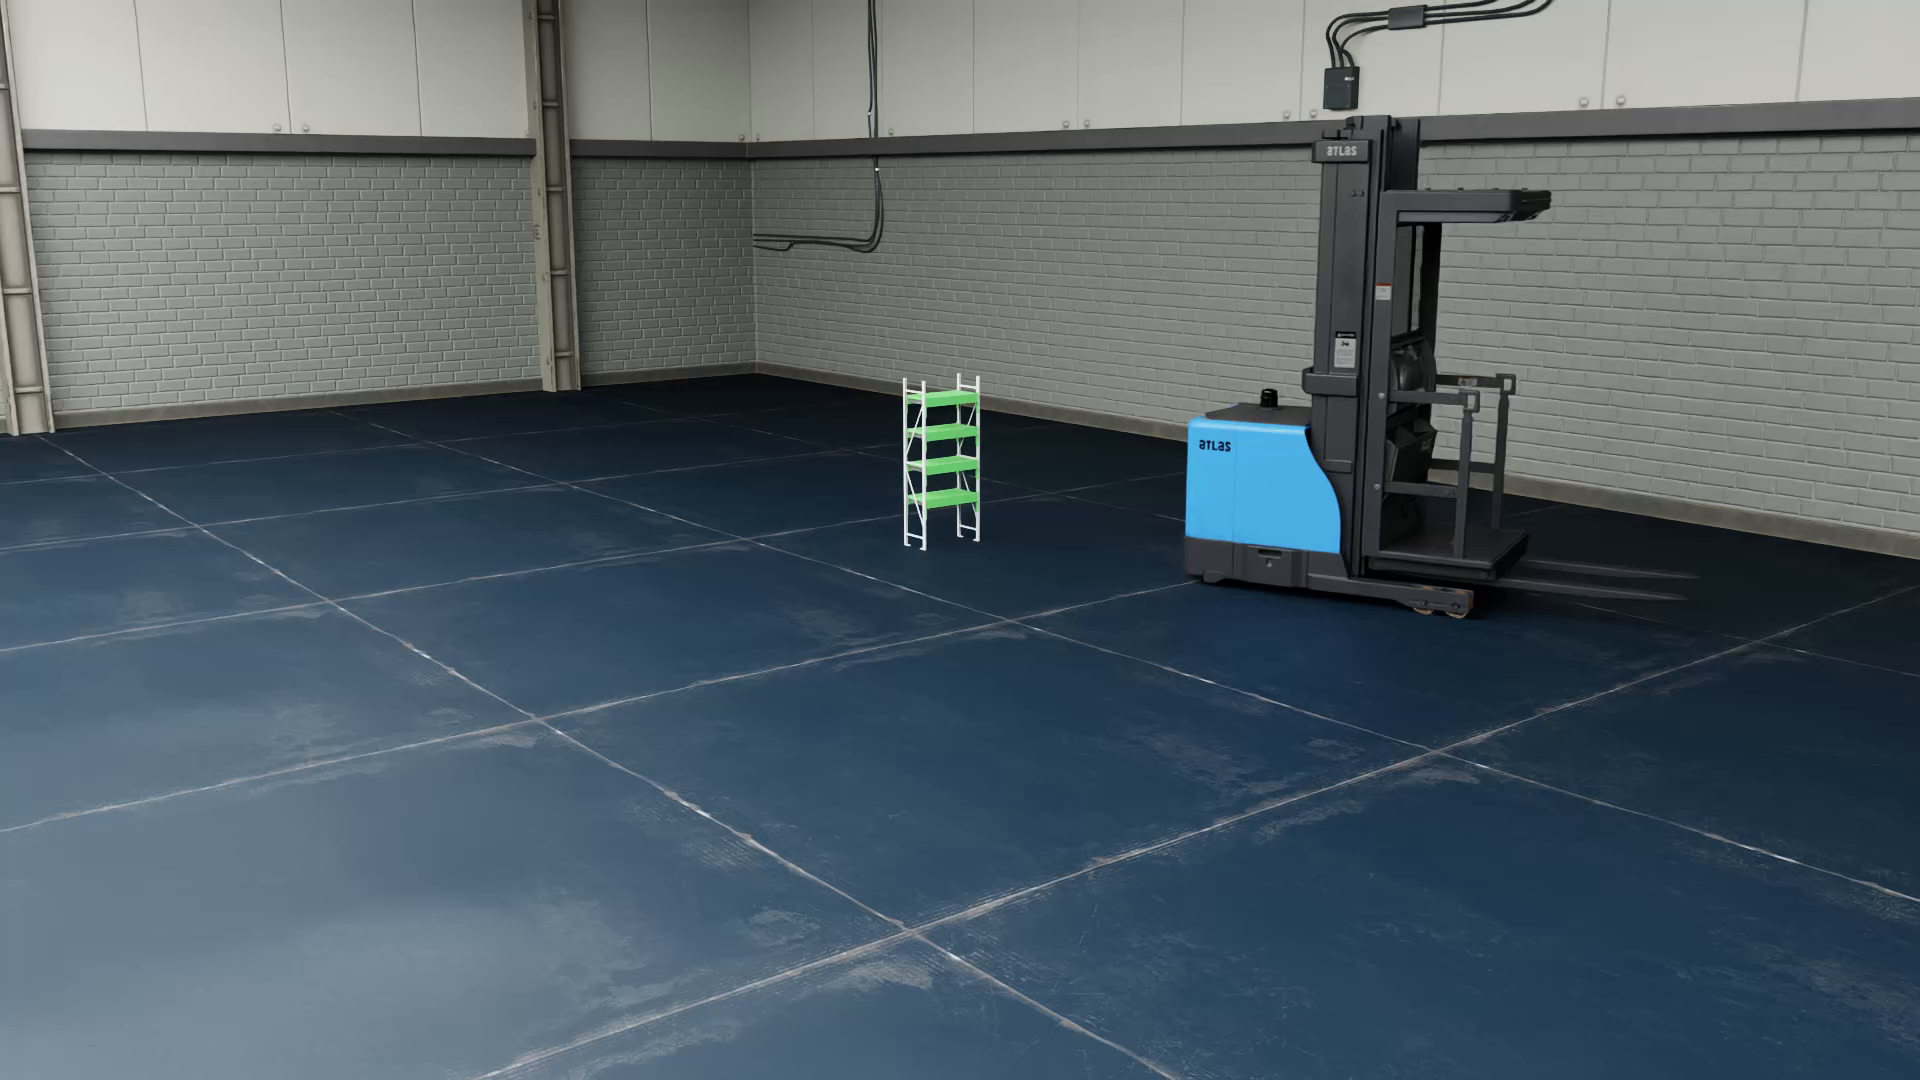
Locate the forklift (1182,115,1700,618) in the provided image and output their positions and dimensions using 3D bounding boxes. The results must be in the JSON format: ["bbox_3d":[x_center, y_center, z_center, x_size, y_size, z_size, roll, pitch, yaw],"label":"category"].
[{"bbox_3d":[2.982,-1.092,10.216,3.031,2.935,1.130,7,14,29],"label":"forklift"}]

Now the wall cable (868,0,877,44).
[{"bbox_3d":[-0.242,-6.991,18.705,0.112,2.526,3.097,-9,15,-38],"label":"wall cable"}]

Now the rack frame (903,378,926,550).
[{"bbox_3d":[-0.320,-0.534,11.754,0.015,1.200,0.240,-9,15,-38],"label":"rack frame"}]

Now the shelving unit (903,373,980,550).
[{"bbox_3d":[-0.129,-0.565,11.903,0.503,1.200,0.258,-9,15,-38],"label":"shelving unit"}]

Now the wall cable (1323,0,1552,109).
[{"bbox_3d":[3.986,-6.600,13.359,0.169,6.003,2.305,-9,15,-38],"label":"wall cable"}]

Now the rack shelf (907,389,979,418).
[{"bbox_3d":[-0.129,-0.972,11.817,0.480,0.148,0.258,-9,15,-38],"label":"rack shelf"}]

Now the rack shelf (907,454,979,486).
[{"bbox_3d":[-0.129,-0.503,11.916,0.480,0.148,0.258,-9,15,-38],"label":"rack shelf"}]

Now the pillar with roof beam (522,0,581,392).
[{"bbox_3d":[-2.369,-5.612,16.895,0.400,9.000,9.100,-9,15,-38],"label":"pillar with roof beam"}]

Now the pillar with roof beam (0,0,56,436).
[{"bbox_3d":[-7.054,-4.834,13.229,0.400,9.000,9.100,-9,15,-38],"label":"pillar with roof beam"}]

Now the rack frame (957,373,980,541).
[{"bbox_3d":[0.061,-0.597,12.052,0.015,1.200,0.240,-9,15,-38],"label":"rack frame"}]

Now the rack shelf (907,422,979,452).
[{"bbox_3d":[-0.129,-0.738,11.866,0.480,0.148,0.258,-9,15,-38],"label":"rack shelf"}]

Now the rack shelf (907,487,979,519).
[{"bbox_3d":[-0.129,-0.268,11.966,0.480,0.148,0.258,-9,15,-38],"label":"rack shelf"}]

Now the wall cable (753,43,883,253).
[{"bbox_3d":[-1.932,-4.960,21.296,0.112,2.526,3.097,-9,15,-38],"label":"wall cable"}]
